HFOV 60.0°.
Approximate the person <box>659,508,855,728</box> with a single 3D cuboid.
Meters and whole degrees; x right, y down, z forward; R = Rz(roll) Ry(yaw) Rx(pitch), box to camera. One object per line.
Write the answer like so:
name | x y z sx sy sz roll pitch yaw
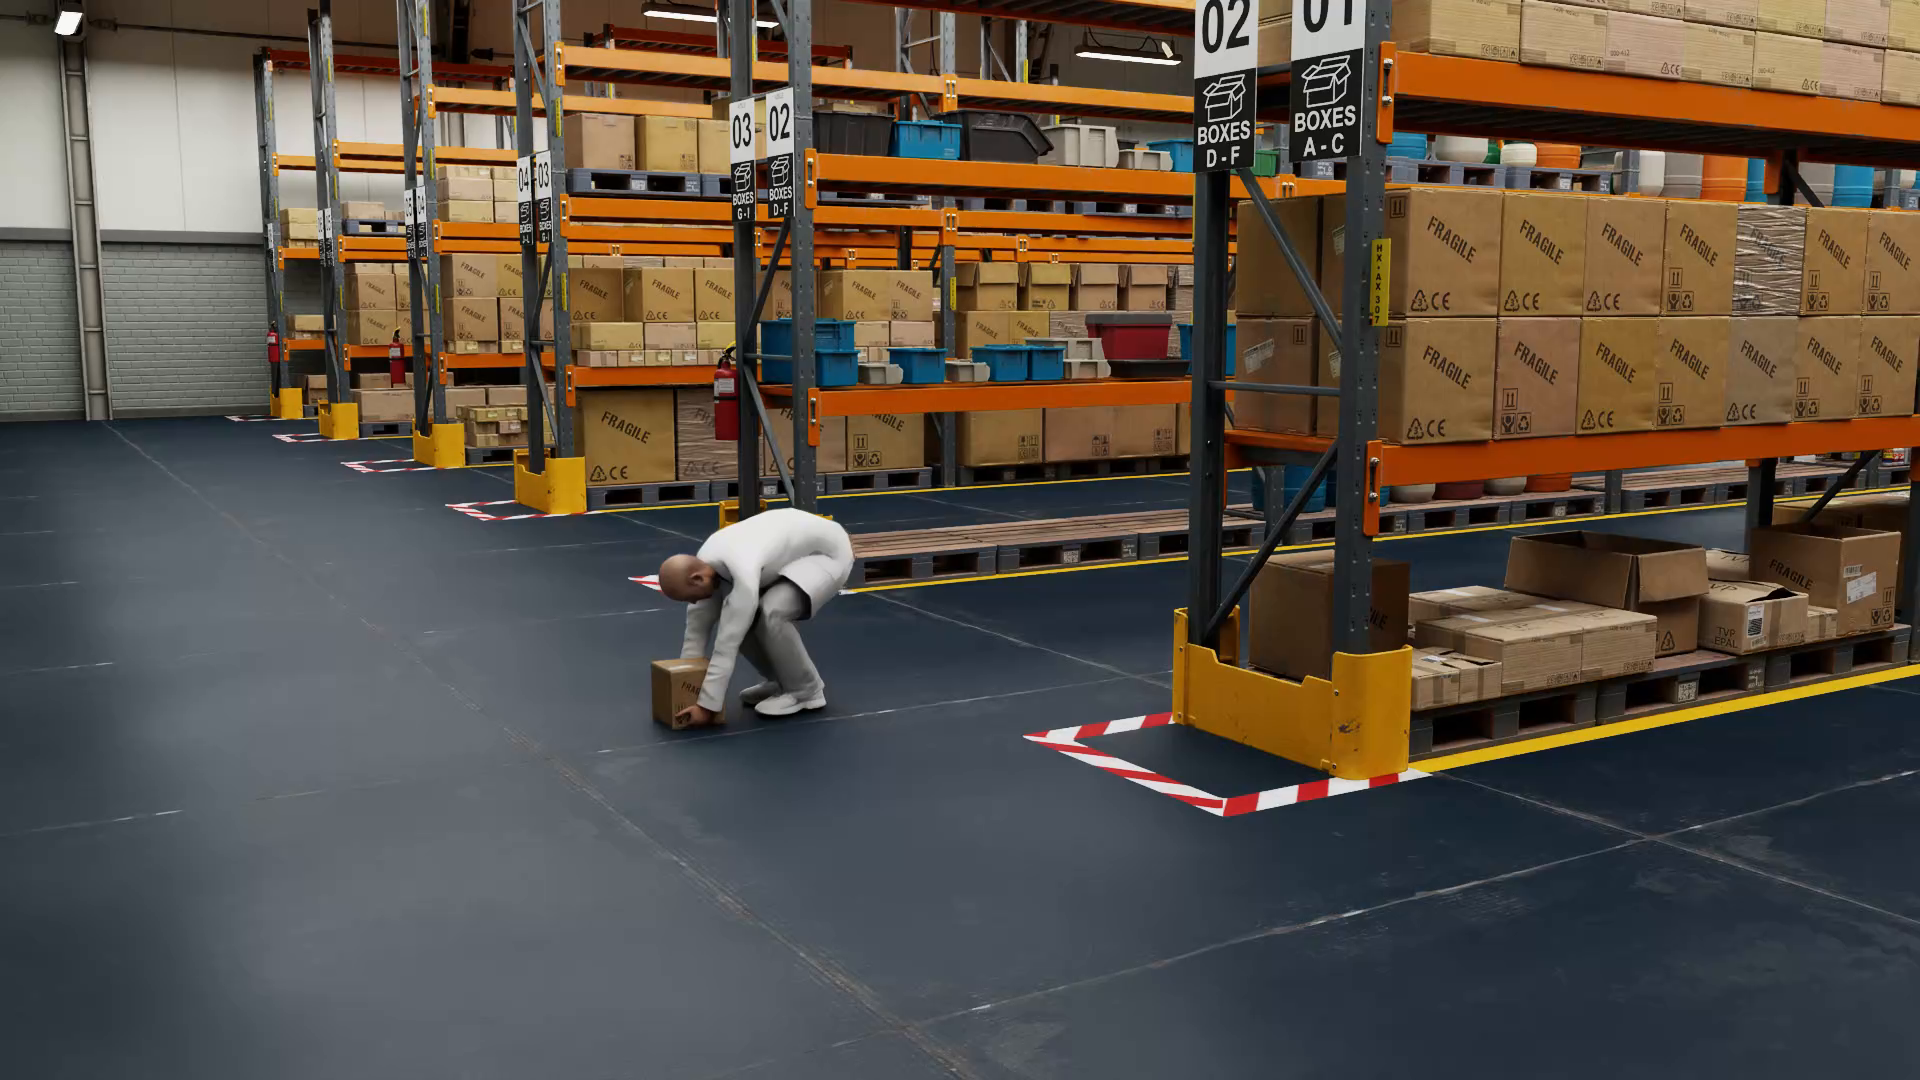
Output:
person | -0.928 0.334 7.591 0.948 0.934 0.587 -5 10 -33
